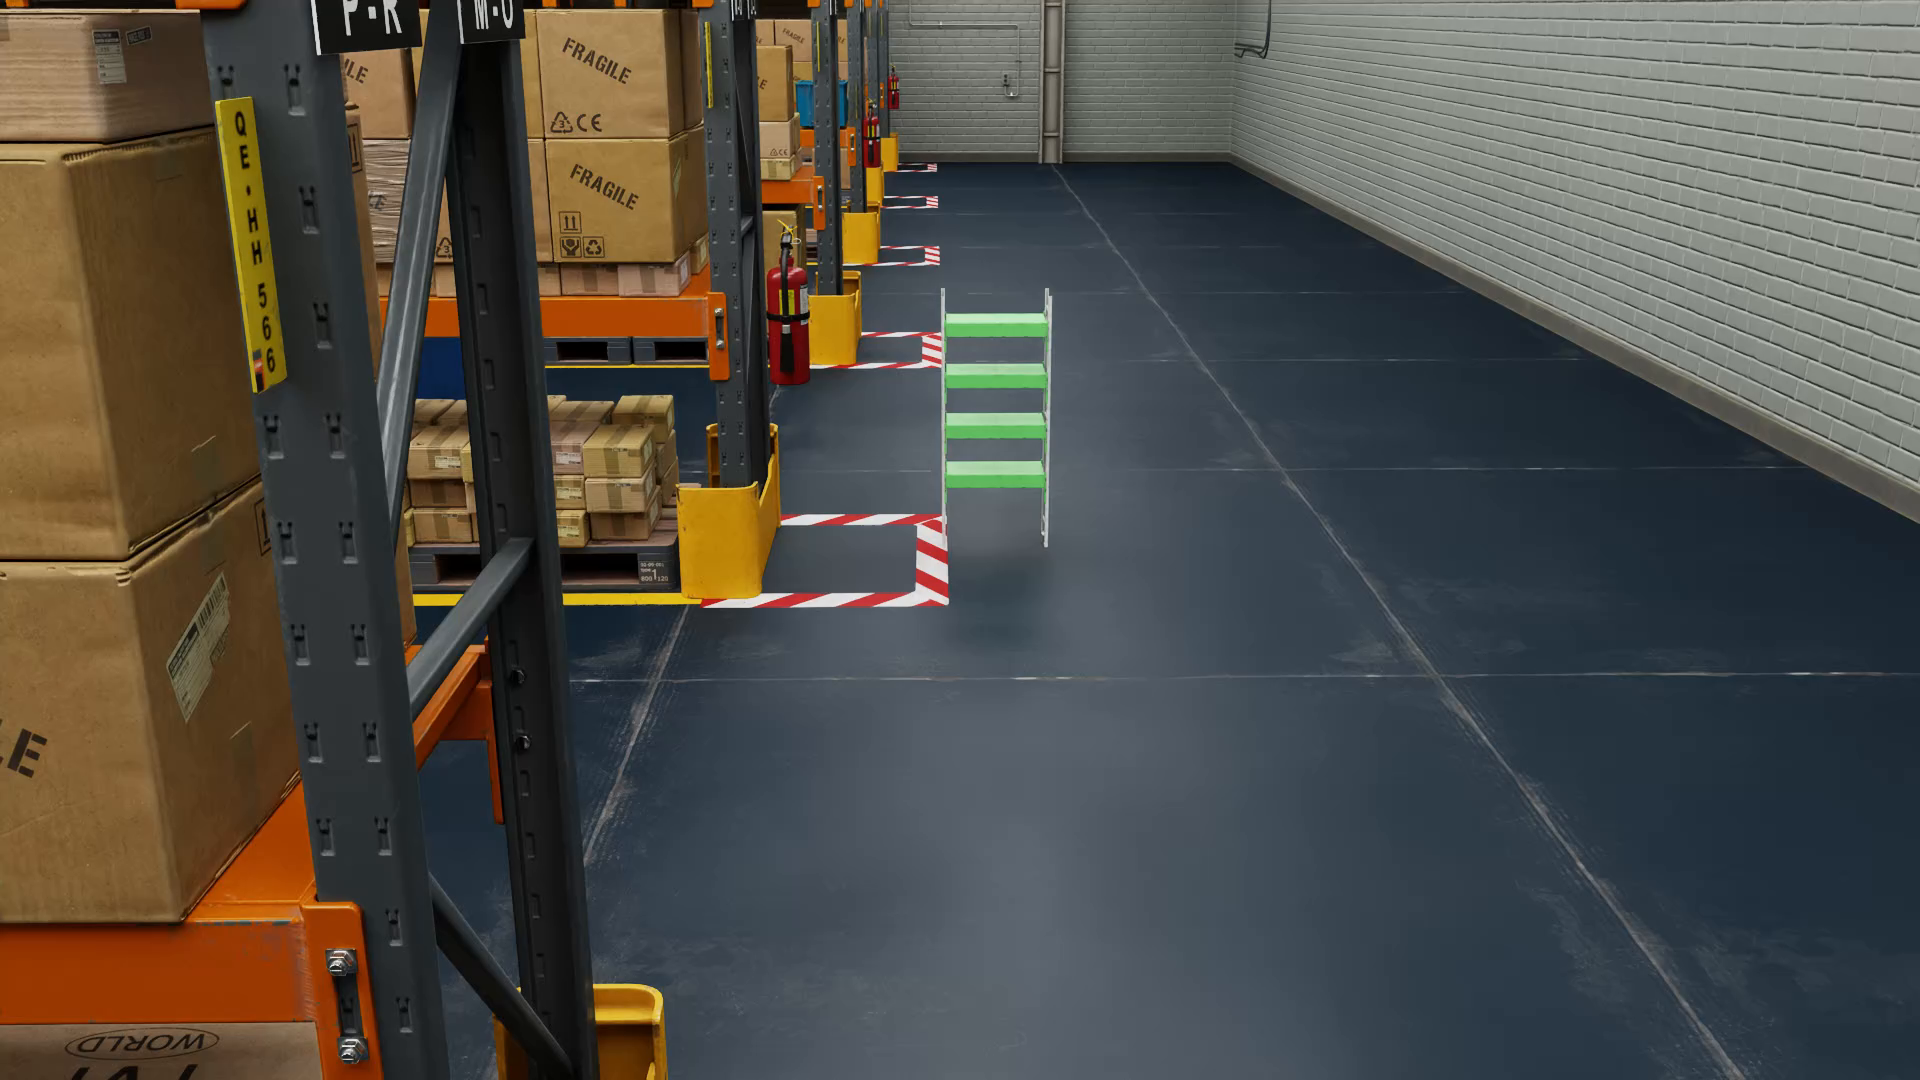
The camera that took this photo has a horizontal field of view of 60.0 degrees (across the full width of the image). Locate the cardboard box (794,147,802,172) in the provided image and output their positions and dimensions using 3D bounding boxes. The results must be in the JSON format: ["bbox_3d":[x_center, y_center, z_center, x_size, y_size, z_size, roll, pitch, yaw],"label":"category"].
[{"bbox_3d":[-1.319,-2.844,12.415,0.250,0.149,0.380,0,18,0],"label":"cardboard box"}]

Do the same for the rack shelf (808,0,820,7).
[{"bbox_3d":[-2.959,-3.941,11.690,4.000,0.370,1.077,0,18,-1],"label":"rack shelf"}]

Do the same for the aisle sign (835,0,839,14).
[{"bbox_3d":[-0.892,-4.195,11.958,0.004,0.787,0.394,0,18,-1],"label":"aisle sign"}]

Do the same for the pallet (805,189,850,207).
[{"bbox_3d":[-1.985,-4.558,21.912,1.213,0.211,1.003,0,18,-1],"label":"pallet"}]

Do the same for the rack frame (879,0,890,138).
[{"bbox_3d":[-1.194,-7.404,26.216,0.127,3.000,1.000,0,18,-1],"label":"rack frame"}]

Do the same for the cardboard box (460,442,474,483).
[{"bbox_3d":[-2.016,-0.372,7.301,0.250,0.149,0.380,-1,18,-2],"label":"cardboard box"}]

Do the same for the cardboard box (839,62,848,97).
[{"bbox_3d":[-1.555,-5.853,21.219,0.500,0.500,0.500,0,18,1],"label":"cardboard box"}]

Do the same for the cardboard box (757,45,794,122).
[{"bbox_3d":[-1.442,-3.210,11.673,0.500,0.500,0.500,0,18,0],"label":"cardboard box"}]

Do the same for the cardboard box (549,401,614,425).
[{"bbox_3d":[-1.785,-0.539,7.822,0.250,0.149,0.380,0,18,0],"label":"cardboard box"}]

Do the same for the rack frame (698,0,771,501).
[{"bbox_3d":[-0.982,-1.350,7.344,0.127,3.000,1.000,0,18,-1],"label":"rack frame"}]

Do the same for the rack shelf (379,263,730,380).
[{"bbox_3d":[-2.981,-0.997,7.424,4.000,0.370,1.077,0,18,-1],"label":"rack shelf"}]

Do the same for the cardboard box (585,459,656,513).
[{"bbox_3d":[-1.505,-0.244,7.390,0.250,0.149,0.380,-1,18,-2],"label":"cardboard box"}]

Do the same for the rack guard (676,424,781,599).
[{"bbox_3d":[-1.058,-0.159,7.725,0.348,0.500,1.175,0,18,-1],"label":"rack guard"}]

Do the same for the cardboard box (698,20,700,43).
[{"bbox_3d":[-3.089,-6.319,21.035,0.500,0.500,0.500,0,18,1],"label":"cardboard box"}]

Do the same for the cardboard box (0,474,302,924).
[{"bbox_3d":[-1.281,0.197,2.358,0.500,0.500,0.500,0,18,-1],"label":"cardboard box"}]

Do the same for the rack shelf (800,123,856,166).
[{"bbox_3d":[-3.037,-4.026,16.864,4.000,0.370,1.077,0,18,-1],"label":"rack shelf"}]

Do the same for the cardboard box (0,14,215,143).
[{"bbox_3d":[-1.158,-0.608,2.170,0.250,0.149,0.380,0,18,0],"label":"cardboard box"}]

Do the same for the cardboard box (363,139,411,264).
[{"bbox_3d":[-2.449,-1.452,7.012,0.500,0.500,0.500,0,18,-1],"label":"cardboard box"}]

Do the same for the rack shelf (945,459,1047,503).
[{"bbox_3d":[0.166,-0.283,7.960,0.480,0.148,0.258,0,18,-1],"label":"rack shelf"}]

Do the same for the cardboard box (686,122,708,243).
[{"bbox_3d":[-1.435,-1.621,7.540,0.500,0.500,0.500,1,18,2],"label":"cardboard box"}]

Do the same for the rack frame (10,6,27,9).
[{"bbox_3d":[-9.036,-4.339,16.663,0.127,3.000,1.000,0,18,-1],"label":"rack frame"}]

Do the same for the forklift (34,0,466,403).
[{"bbox_3d":[-4.094,-1.758,8.731,3.031,2.935,1.130,-6,19,-19],"label":"forklift"}]

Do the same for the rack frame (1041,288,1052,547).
[{"bbox_3d":[0.410,-0.573,7.870,0.015,1.200,0.240,0,18,-1],"label":"rack frame"}]

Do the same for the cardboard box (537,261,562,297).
[{"bbox_3d":[-1.803,-1.147,7.122,0.250,0.149,0.380,0,18,-1],"label":"cardboard box"}]

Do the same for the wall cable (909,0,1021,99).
[{"bbox_3d":[0.072,-8.182,26.981,1.851,1.984,0.084,0,18,-1],"label":"wall cable"}]

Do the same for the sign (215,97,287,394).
[{"bbox_3d":[-0.808,-0.337,1.903,0.005,0.325,0.100,0,18,-1],"label":"sign"}]

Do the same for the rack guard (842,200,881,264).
[{"bbox_3d":[-1.013,-3.192,17.178,0.348,0.500,1.175,0,18,-1],"label":"rack guard"}]

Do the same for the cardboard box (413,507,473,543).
[{"bbox_3d":[-2.273,-0.114,7.471,0.250,0.149,0.380,0,18,0],"label":"cardboard box"}]

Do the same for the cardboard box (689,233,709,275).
[{"bbox_3d":[-1.311,-1.329,7.690,0.250,0.149,0.380,0,18,-1],"label":"cardboard box"}]

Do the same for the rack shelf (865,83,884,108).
[{"bbox_3d":[-3.193,-7.051,26.296,4.000,0.370,1.077,0,18,-1],"label":"rack shelf"}]

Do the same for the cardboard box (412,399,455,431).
[{"bbox_3d":[-2.563,-0.552,7.862,0.250,0.149,0.380,0,18,1],"label":"cardboard box"}]

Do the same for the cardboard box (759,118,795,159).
[{"bbox_3d":[-1.439,-2.852,11.786,0.500,0.250,0.500,-1,18,-2],"label":"cardboard box"}]

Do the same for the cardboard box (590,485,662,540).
[{"bbox_3d":[-1.505,-0.126,7.509,0.250,0.149,0.380,0,18,0],"label":"cardboard box"}]

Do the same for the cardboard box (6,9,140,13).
[{"bbox_3d":[-3.504,-1.924,6.846,0.500,0.500,0.500,0,18,0],"label":"cardboard box"}]

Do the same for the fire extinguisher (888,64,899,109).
[{"bbox_3d":[-1.035,-7.049,25.848,0.183,0.674,0.296,0,18,-1],"label":"fire extinguisher"}]

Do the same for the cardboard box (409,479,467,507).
[{"bbox_3d":[-2.295,-0.271,7.475,0.250,0.149,0.380,0,18,-2],"label":"cardboard box"}]

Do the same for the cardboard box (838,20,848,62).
[{"bbox_3d":[-1.552,-6.328,21.063,0.500,0.500,0.500,0,18,-1],"label":"cardboard box"}]

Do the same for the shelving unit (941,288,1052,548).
[{"bbox_3d":[0.166,-0.572,7.867,0.503,1.200,0.258,0,18,-1],"label":"shelving unit"}]

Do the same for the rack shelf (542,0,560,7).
[{"bbox_3d":[-7.111,-6.947,21.061,4.000,0.370,1.077,0,18,-1],"label":"rack shelf"}]

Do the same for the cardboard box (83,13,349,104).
[{"bbox_3d":[-1.162,-0.754,2.624,0.250,0.149,0.380,0,18,0],"label":"cardboard box"}]

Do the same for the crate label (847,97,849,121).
[{"bbox_3d":[-1.289,-4.426,17.110,0.303,0.233,0.416,0,18,-1],"label":"crate label"}]

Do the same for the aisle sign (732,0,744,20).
[{"bbox_3d":[-0.904,-2.496,6.663,0.004,0.787,0.394,0,18,-1],"label":"aisle sign"}]

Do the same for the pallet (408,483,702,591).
[{"bbox_3d":[-1.871,-0.028,7.790,1.213,0.211,1.003,0,18,-1],"label":"pallet"}]

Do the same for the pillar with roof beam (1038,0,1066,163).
[{"bbox_3d":[1.560,-9.223,22.065,0.400,9.000,9.100,0,18,-1],"label":"pillar with roof beam"}]

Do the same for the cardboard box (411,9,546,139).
[{"bbox_3d":[-1.942,-1.934,6.879,0.500,0.500,0.500,-1,18,-3],"label":"cardboard box"}]
